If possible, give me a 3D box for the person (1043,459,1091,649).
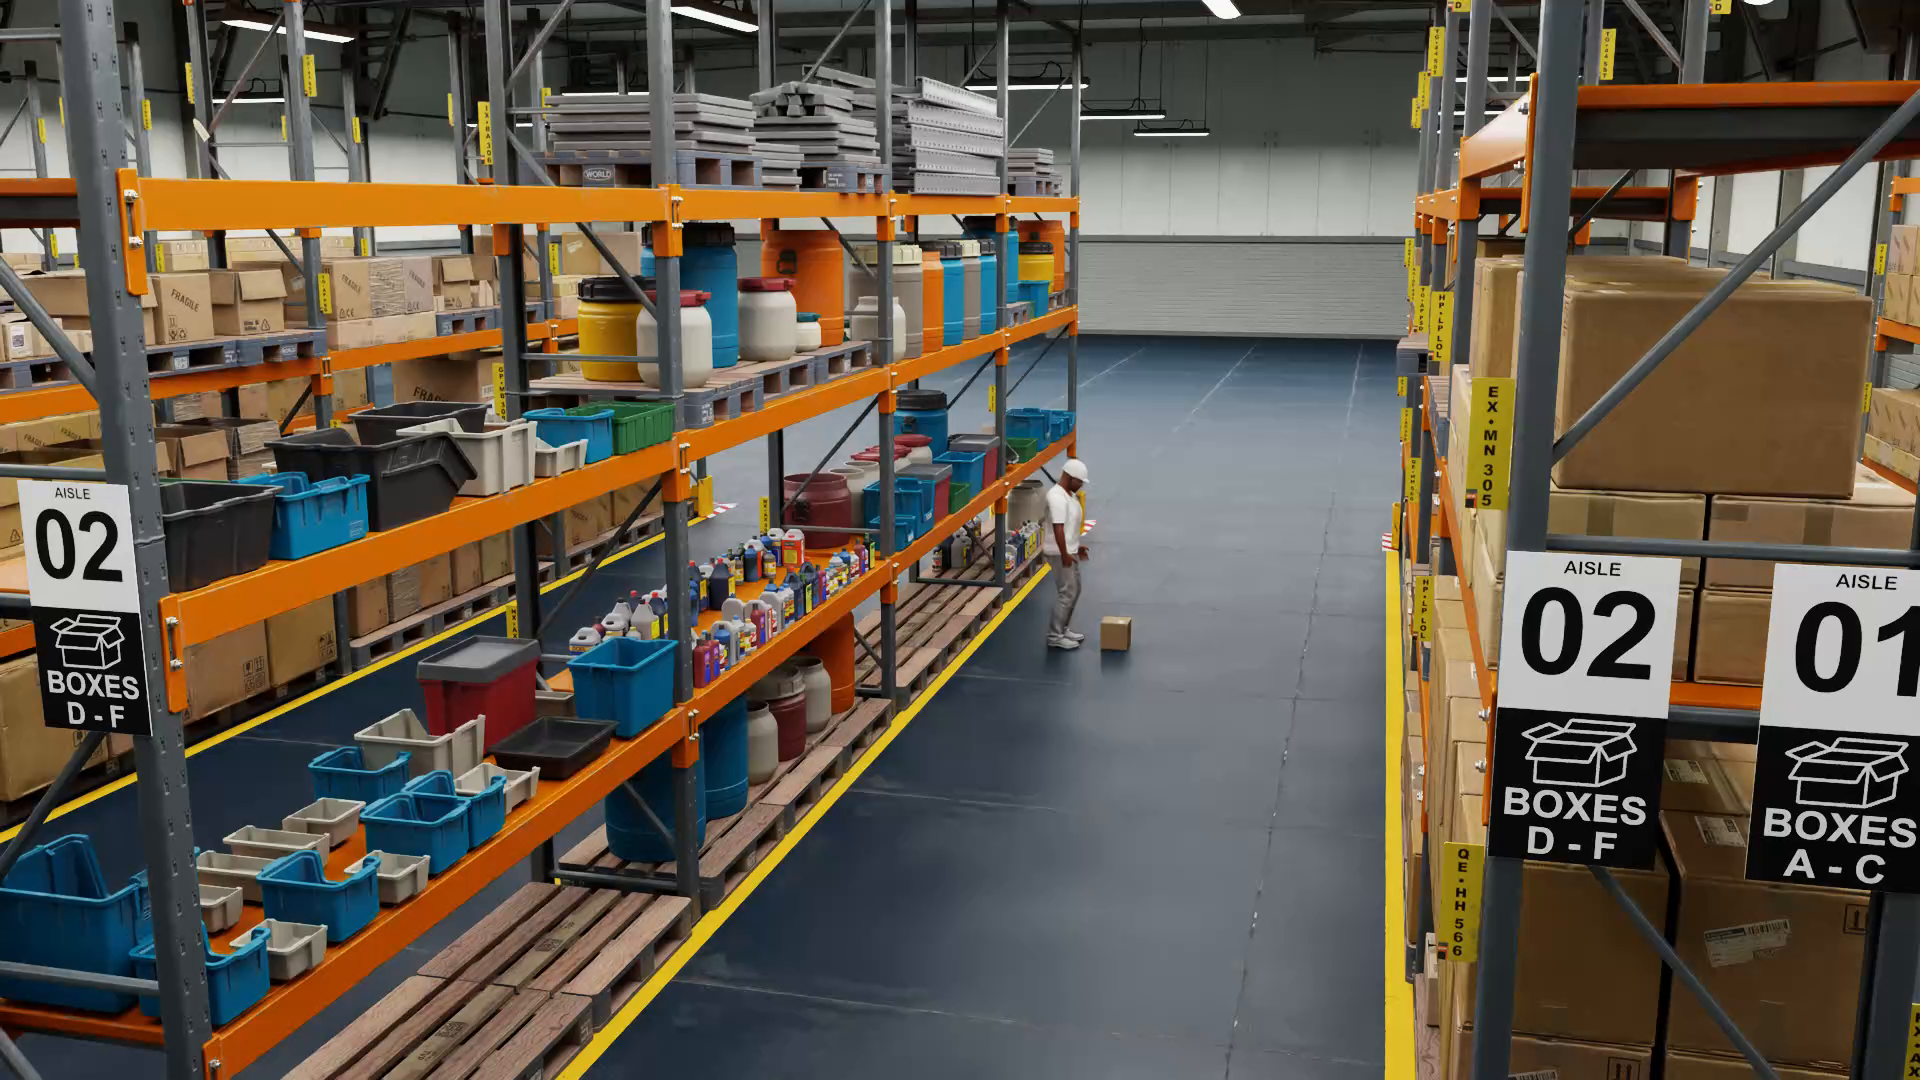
[{"bbox_3d":[0.990,0.111,15.410,0.409,1.738,0.581,3,12,15],"label":"person"}]
